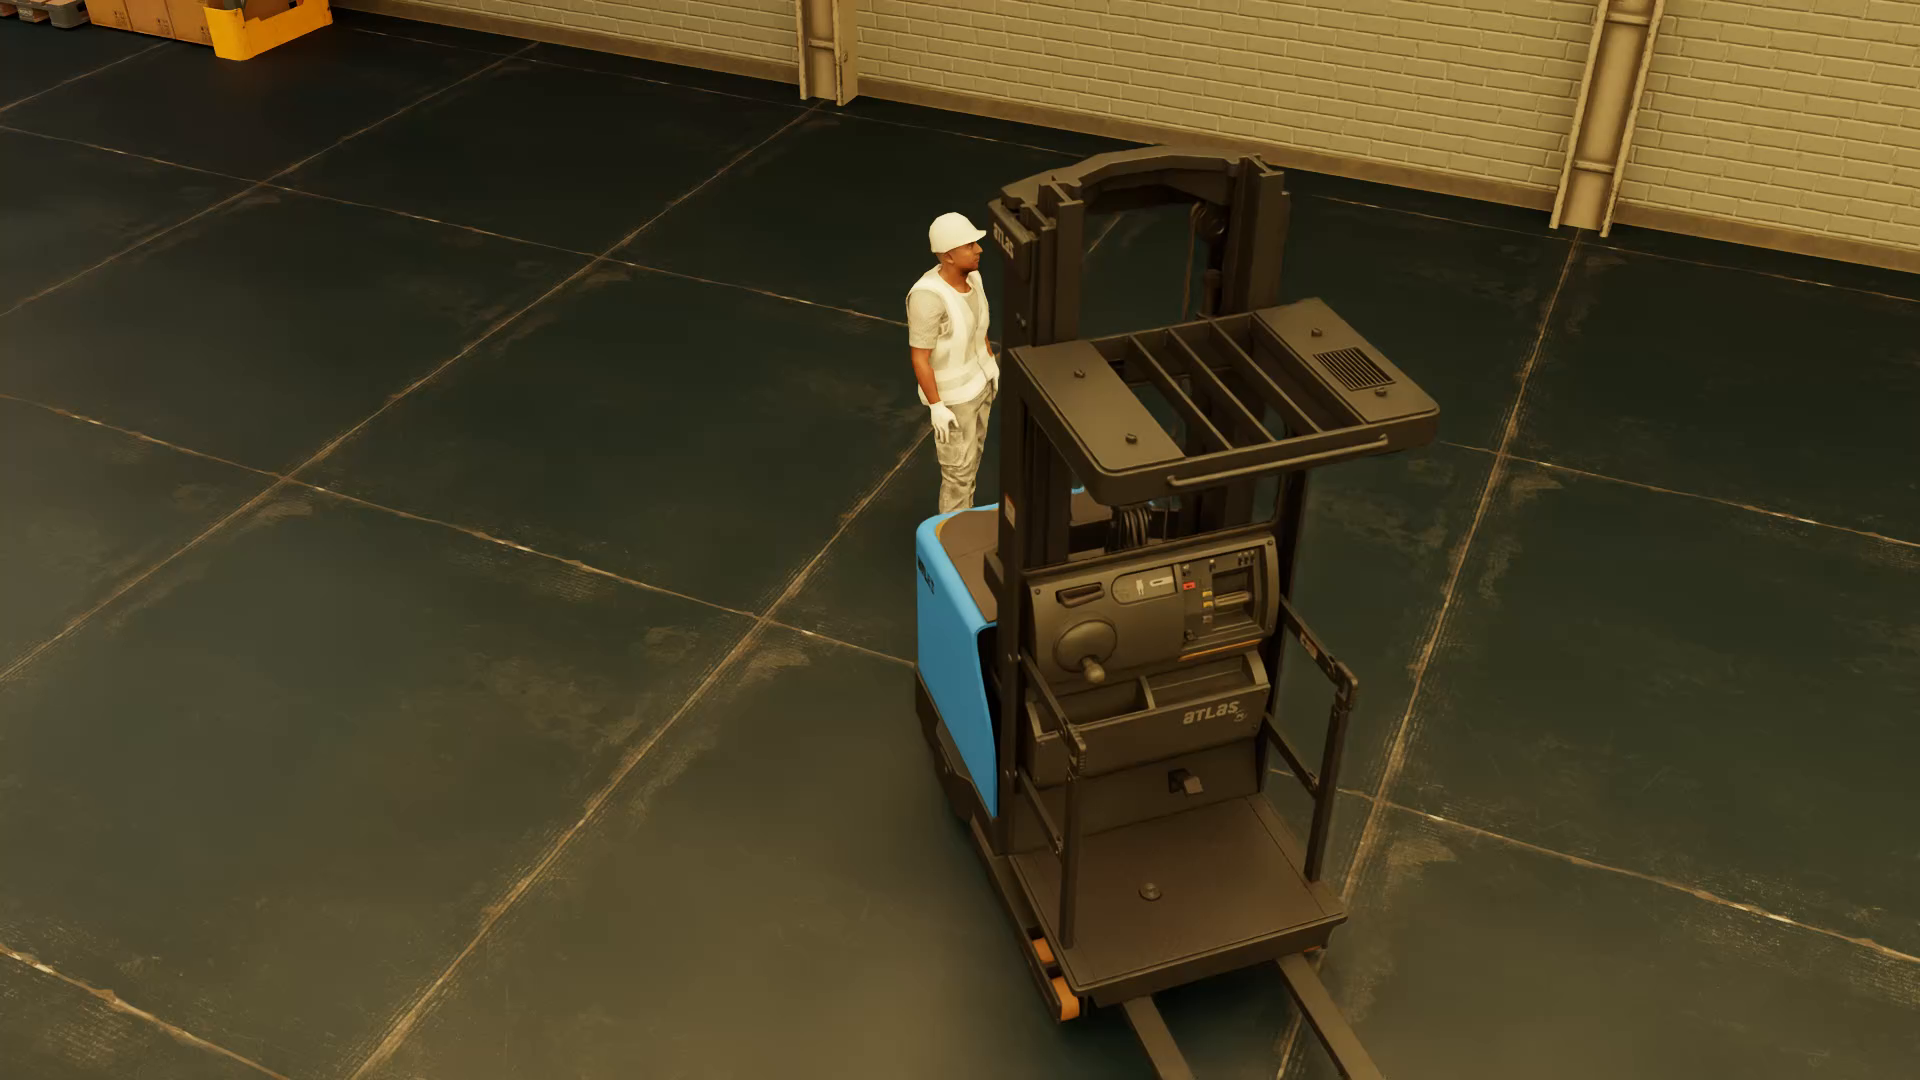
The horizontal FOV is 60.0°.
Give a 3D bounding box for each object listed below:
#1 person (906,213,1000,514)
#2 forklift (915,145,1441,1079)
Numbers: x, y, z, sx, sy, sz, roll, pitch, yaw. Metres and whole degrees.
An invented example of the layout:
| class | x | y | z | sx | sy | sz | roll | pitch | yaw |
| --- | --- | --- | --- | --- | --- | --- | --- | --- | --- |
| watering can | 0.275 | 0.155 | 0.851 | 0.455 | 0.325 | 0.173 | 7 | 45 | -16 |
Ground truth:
| class | x | y | z | sx | sy | sz | roll | pitch | yaw |
| --- | --- | --- | --- | --- | --- | --- | --- | --- | --- |
| person | 0.062 | -0.710 | 8.058 | 0.576 | 1.783 | 0.657 | 15 | 38 | 20 |
| forklift | 0.759 | 0.308 | 5.654 | 1.130 | 2.935 | 3.031 | -11 | 37 | -15 |
